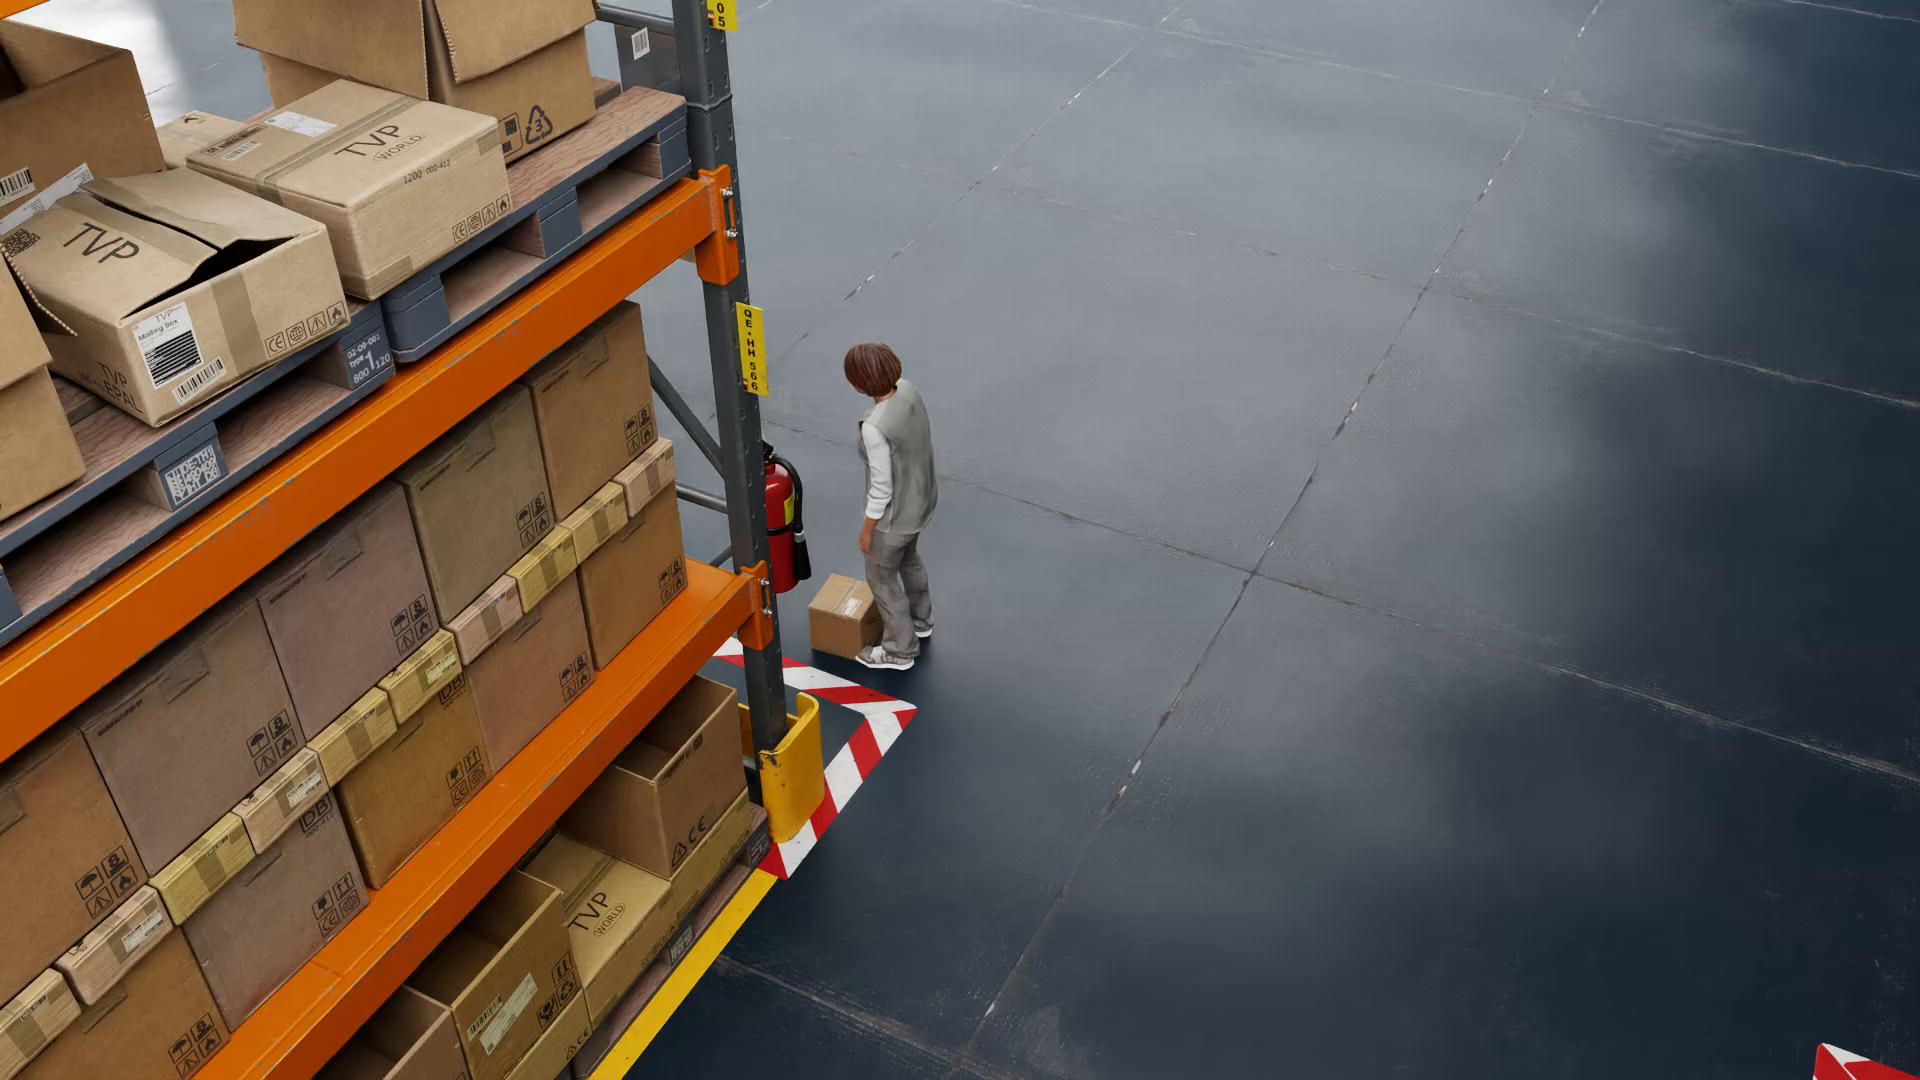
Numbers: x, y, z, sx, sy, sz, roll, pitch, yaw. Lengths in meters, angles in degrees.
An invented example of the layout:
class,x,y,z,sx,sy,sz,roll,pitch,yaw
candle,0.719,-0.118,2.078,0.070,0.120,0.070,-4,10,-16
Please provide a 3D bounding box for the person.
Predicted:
class,x,y,z,sx,sy,sz,roll,pitch,yaw
person,-0.276,-0.127,6.924,0.346,1.582,0.480,14,41,17
